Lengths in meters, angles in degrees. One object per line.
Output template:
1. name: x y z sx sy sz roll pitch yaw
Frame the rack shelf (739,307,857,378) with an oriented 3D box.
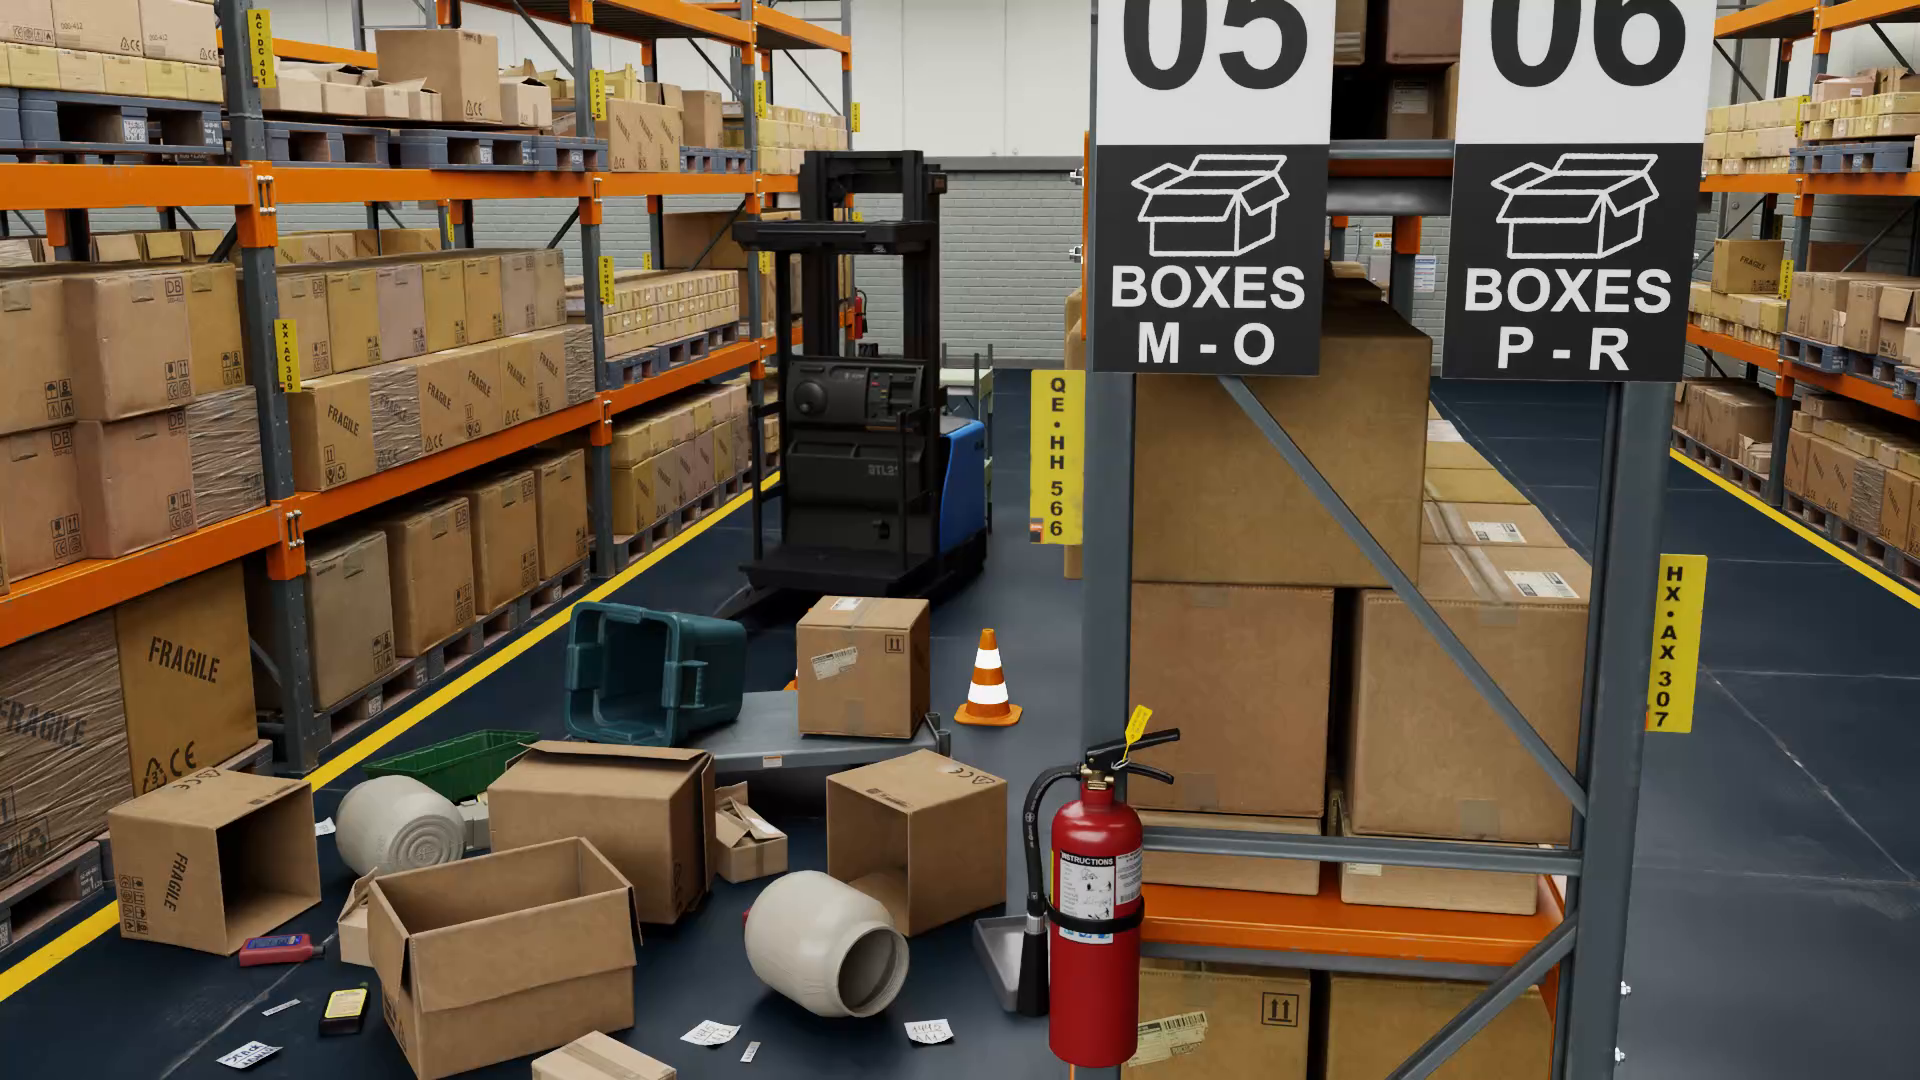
1. rack shelf: -2.027 -2.111 17.378 1.077 0.370 4.000 2 12 9

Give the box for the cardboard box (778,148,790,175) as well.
1. cardboard box: -1.935 -3.632 15.963 0.500 0.250 0.500 2 12 8

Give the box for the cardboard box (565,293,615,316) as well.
1. cardboard box: -2.687 -1.678 11.848 0.380 0.149 0.250 2 12 9

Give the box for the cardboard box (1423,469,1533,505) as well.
1. cardboard box: 1.227 0.093 4.500 0.500 0.500 0.500 2 12 8

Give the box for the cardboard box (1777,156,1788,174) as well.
1. cardboard box: 7.281 -3.226 14.319 0.380 0.149 0.250 2 12 9

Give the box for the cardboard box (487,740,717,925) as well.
1. cardboard box: -1.370 1.102 6.363 0.797 0.637 0.503 2 12 9

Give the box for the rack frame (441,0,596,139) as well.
1. rack frame: -2.950 -4.147 10.875 1.000 3.000 0.127 2 12 9

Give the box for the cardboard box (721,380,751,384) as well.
1. cardboard box: -2.319 -1.609 17.698 0.380 0.149 0.250 2 12 10

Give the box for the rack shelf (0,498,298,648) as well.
1. rack shelf: -3.873 0.387 5.787 1.077 0.370 4.000 2 12 9

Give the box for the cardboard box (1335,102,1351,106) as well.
1. cardboard box: 1.307 -1.363 4.726 0.500 0.250 0.500 2 12 10

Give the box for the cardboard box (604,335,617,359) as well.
1. cardboard box: -2.682 -1.383 11.891 0.380 0.149 0.250 2 12 8

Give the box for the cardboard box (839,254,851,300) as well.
1. cardboard box: -1.535 -2.972 18.719 0.500 0.500 0.500 2 12 10

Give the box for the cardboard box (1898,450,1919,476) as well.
1. cardboard box: 6.906 -0.543 11.788 0.380 0.149 0.250 2 12 8

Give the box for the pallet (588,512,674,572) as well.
1. pallet: -2.829 -0.013 12.555 1.003 0.211 1.213 2 12 9

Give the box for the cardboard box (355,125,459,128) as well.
1. cardboard box: -3.356 -2.613 10.002 0.500 0.250 0.500 2 12 10

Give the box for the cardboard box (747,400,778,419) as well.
1. cardboard box: -1.976 -1.270 16.122 0.380 0.149 0.250 3 12 11

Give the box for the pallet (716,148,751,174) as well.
1. pallet: -2.535 -3.296 14.494 1.213 0.211 1.003 2 12 9

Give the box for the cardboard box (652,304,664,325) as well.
1. cardboard box: -2.522 -1.753 12.899 0.380 0.149 0.250 2 12 9

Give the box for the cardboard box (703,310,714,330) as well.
1. cardboard box: -2.319 -1.882 14.206 0.380 0.149 0.250 1 12 6

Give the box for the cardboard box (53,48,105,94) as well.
1. cardboard box: -3.422 -1.733 6.158 0.380 0.149 0.250 2 12 9

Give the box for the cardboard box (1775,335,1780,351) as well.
1. cardboard box: 7.276 -1.699 14.353 0.380 0.149 0.250 2 12 9

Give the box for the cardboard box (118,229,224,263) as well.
1. cardboard box: -7.310 -2.634 15.479 0.797 0.503 0.637 2 12 7

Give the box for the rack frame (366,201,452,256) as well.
1. rack frame: -6.605 -3.061 20.077 1.000 3.000 0.127 2 12 9

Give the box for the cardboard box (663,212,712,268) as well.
1. cardboard box: -2.530 -2.836 15.718 0.500 0.500 0.500 1 12 7

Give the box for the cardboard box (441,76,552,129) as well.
1. cardboard box: -2.814 -2.664 10.090 0.500 0.311 0.500 2 12 9

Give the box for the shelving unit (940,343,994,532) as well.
1. shelving unit: -0.001 -0.732 12.829 0.431 1.500 0.755 2 12 9

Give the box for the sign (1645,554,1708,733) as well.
1. sign: 1.262 0.185 2.960 0.100 0.325 0.005 2 12 9

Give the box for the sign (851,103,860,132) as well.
1. sign: -1.175 -4.756 18.722 0.100 0.325 0.005 2 12 9

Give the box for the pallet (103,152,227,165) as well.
1. pallet: -7.313 -3.409 15.025 0.805 0.209 1.217 1 12 6

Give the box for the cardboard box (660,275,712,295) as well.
1. cardboard box: -2.326 -2.166 14.110 0.380 0.149 0.250 2 12 8

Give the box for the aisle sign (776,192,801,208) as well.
1. aisle sign: -2.005 -4.175 19.076 0.394 0.787 0.004 2 12 9

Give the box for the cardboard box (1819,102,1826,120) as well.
1. cardboard box: 7.027 -3.385 13.115 0.380 0.149 0.250 2 12 10

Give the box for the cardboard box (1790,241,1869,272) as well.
1. cardboard box: 7.969 -2.487 15.285 0.500 0.500 0.500 2 12 7

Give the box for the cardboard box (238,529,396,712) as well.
1. cardboard box: -3.559 0.381 8.449 1.050 0.750 0.750 2 12 8

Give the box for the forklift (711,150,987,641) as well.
1. forklift: -0.747 -0.979 10.580 1.130 2.935 3.031 4 13 18

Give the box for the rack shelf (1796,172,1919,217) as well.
1. rack shelf: 7.169 -2.446 11.809 1.077 0.370 4.000 2 12 9

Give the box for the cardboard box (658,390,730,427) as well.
1. cardboard box: -2.292 -1.127 14.258 0.500 0.250 0.500 2 12 11

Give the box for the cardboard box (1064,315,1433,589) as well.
1. cardboard box: 0.589 -0.206 3.512 0.700 0.500 0.500 2 12 7

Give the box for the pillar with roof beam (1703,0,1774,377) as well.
1. pillar with roof beam: 5.144 -6.184 20.329 9.100 9.000 0.400 2 12 9

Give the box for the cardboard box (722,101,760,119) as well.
1. cardboard box: -2.051 -3.932 15.220 0.380 0.149 0.250 2 12 8

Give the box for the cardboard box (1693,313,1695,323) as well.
1. cardboard box: 7.771 -2.287 17.083 0.380 0.149 0.250 2 12 8

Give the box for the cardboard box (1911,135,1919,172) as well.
1. cardboard box: 6.854 -2.631 11.318 0.500 0.250 0.500 2 12 9

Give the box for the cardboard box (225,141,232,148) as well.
1. cardboard box: -7.159 -4.163 16.597 0.700 0.500 0.500 1 12 5

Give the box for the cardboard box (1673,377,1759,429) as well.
1. cardboard box: 7.904 -1.441 17.487 0.797 0.503 0.637 1 12 6

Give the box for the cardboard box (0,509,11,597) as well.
1. cardboard box: -3.854 -0.040 5.703 0.875 0.550 0.500 2 12 9

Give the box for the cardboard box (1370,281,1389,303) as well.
1. cardboard box: 1.763 -1.045 7.243 0.380 0.149 0.250 2 12 8

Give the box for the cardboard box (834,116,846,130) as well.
1. cardboard box: -1.481 -4.633 18.474 0.380 0.149 0.250 2 12 8

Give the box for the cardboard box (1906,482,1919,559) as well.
1. cardboard box: 6.802 -0.097 11.259 0.500 0.500 0.500 2 12 8

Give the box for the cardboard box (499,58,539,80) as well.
1. cardboard box: -3.145 -3.196 11.529 0.396 0.266 0.258 2 12 9

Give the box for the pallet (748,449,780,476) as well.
1. pallet: -2.267 -0.824 16.318 1.003 0.211 1.213 2 12 9

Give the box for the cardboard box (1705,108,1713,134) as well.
1. cardboard box: 7.679 -4.173 16.581 0.500 0.250 0.500 2 12 8

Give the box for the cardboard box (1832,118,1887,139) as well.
1. cardboard box: 6.898 -3.137 12.672 0.380 0.149 0.250 2 12 9

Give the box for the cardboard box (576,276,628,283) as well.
1. cardboard box: -3.009 -2.136 13.973 0.380 0.149 0.250 2 12 8

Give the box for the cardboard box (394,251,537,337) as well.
1. cardboard box: -3.106 -1.553 10.470 0.700 0.500 0.500 2 12 8

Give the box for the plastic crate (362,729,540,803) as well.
1. plastic crate: -2.298 1.044 7.568 0.450 0.188 0.662 -3 8 40
